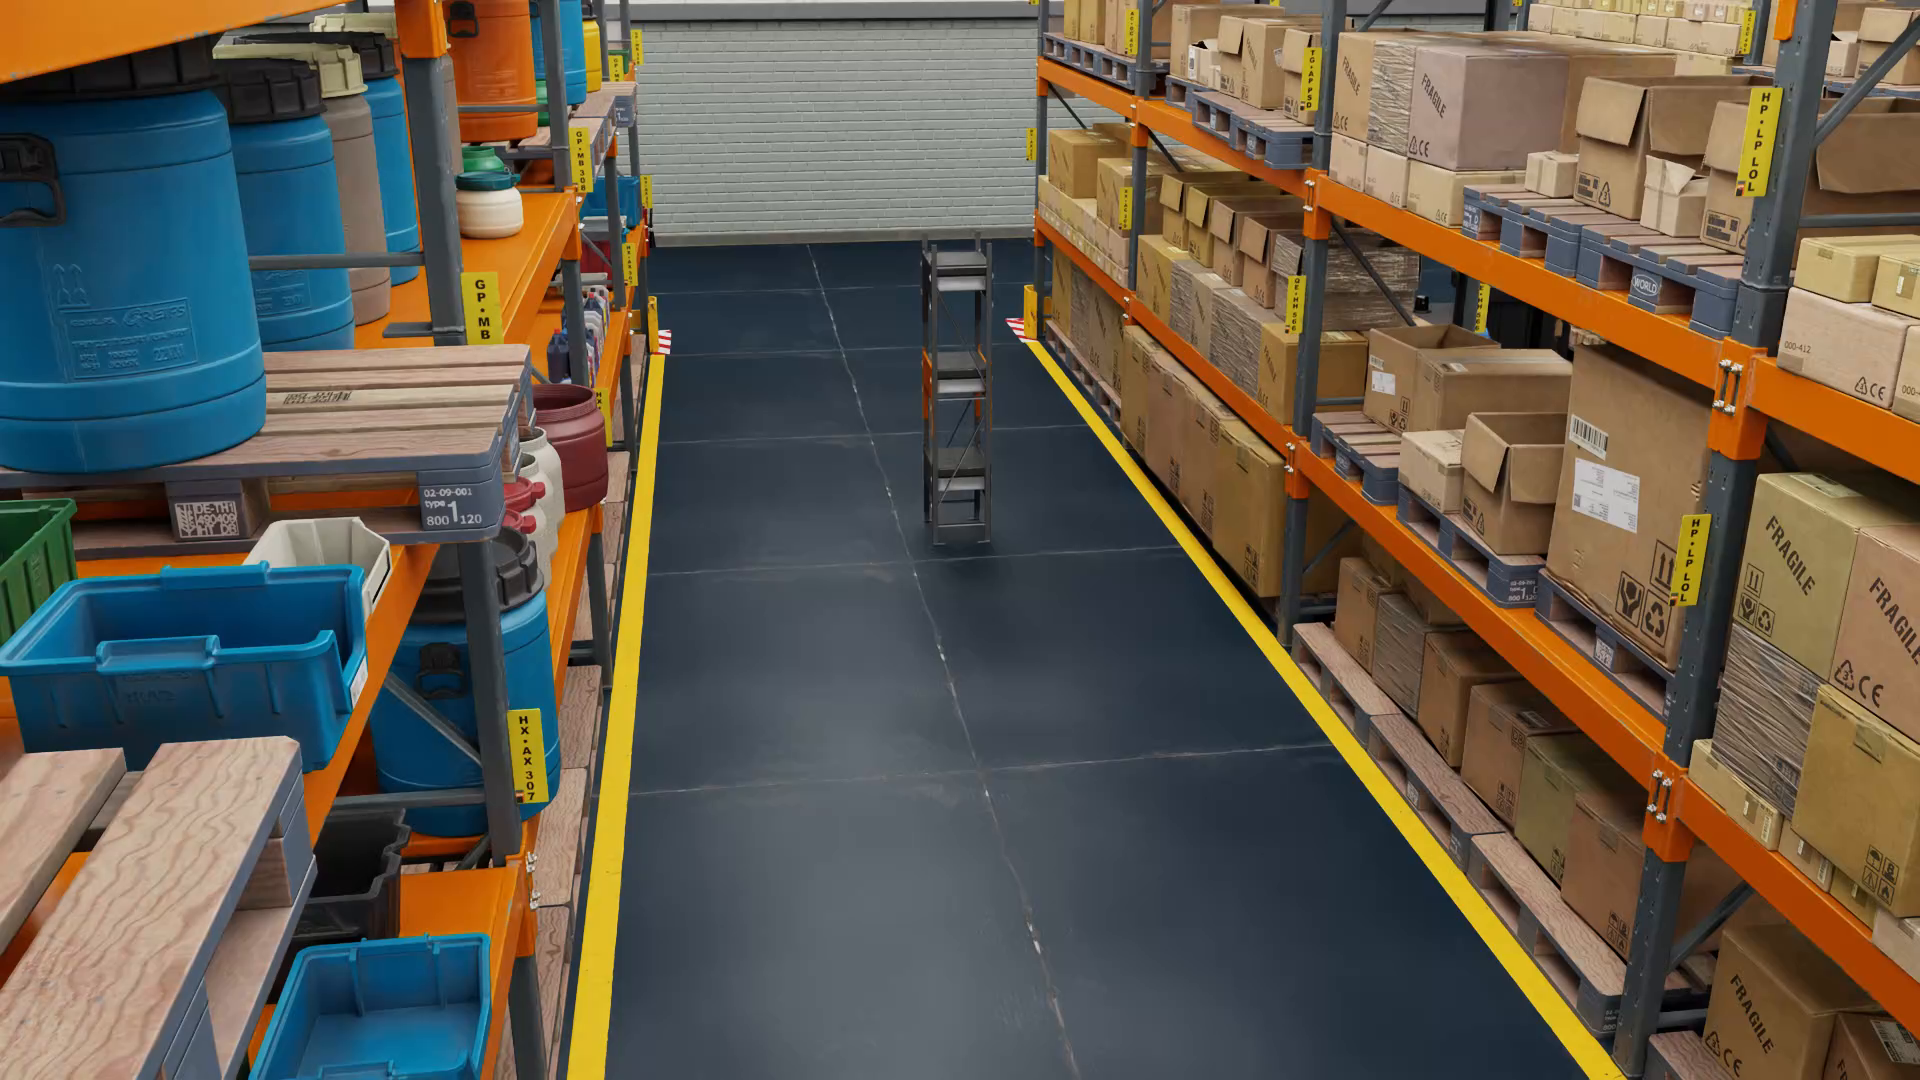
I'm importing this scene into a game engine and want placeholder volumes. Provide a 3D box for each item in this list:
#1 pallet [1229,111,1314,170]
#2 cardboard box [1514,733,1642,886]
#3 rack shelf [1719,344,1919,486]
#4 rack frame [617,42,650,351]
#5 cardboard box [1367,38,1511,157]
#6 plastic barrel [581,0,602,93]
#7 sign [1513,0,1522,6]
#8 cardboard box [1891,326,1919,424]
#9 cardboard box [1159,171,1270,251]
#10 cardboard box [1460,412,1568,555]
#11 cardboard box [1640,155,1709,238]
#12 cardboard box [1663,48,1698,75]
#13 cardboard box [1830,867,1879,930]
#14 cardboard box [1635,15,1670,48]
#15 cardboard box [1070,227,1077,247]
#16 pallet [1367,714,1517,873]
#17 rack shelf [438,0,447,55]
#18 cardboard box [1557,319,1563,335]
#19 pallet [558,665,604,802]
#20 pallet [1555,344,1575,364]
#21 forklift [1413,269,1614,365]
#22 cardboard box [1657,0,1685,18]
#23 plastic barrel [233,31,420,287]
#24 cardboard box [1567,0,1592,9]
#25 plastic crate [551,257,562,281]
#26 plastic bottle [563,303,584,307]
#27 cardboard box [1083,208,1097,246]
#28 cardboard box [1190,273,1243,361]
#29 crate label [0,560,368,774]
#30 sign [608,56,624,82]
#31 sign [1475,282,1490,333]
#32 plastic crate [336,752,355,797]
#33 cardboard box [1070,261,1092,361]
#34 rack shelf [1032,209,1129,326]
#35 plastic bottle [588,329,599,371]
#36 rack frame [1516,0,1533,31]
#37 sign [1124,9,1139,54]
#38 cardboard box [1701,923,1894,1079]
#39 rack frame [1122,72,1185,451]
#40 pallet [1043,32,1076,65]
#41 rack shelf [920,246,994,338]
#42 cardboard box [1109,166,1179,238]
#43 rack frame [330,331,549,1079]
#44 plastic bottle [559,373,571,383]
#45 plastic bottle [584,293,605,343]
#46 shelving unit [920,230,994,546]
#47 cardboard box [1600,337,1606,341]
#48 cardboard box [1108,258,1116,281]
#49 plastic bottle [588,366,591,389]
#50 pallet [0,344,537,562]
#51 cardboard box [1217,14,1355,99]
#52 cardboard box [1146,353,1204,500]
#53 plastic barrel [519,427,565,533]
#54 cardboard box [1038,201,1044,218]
[{"bbox_3d":[2.279,-2.339,9.674,1.213,0.211,1.003,-2,21,-5],"label":"pallet"},{"bbox_3d":[2.883,1.168,7.245,0.700,0.500,0.500,-3,21,-8],"label":"cardboard box"},{"bbox_3d":[3.289,0.207,3.615,1.077,0.370,4.000,-3,21,-8],"label":"rack shelf"},{"bbox_3d":[-3.630,-3.322,16.323,1.000,3.000,0.127,-3,21,-8],"label":"rack frame"},{"bbox_3d":[2.307,-2.137,8.005,0.500,0.500,0.500,-3,21,-7],"label":"cardboard box"},{"bbox_3d":[-2.721,-3.321,11.165,0.600,0.588,0.600,0,20,0],"label":"plastic barrel"},{"bbox_3d":[5.657,-5.574,16.817,0.100,0.325,0.005,-3,21,-8],"label":"sign"},{"bbox_3d":[2.893,-0.400,4.428,0.500,0.250,0.500,-3,21,-8],"label":"cardboard box"},{"bbox_3d":[1.948,-2.483,12.500,0.797,0.503,0.637,-3,21,-9],"label":"cardboard box"},{"bbox_3d":[2.659,-0.258,7.371,0.797,0.503,0.637,-1,20,-2],"label":"cardboard box"},{"bbox_3d":[2.766,-1.276,6.151,0.396,0.266,0.258,-2,21,-6],"label":"cardboard box"},{"bbox_3d":[6.372,-4.067,14.244,0.500,0.250,0.500,-3,21,-8],"label":"cardboard box"},{"bbox_3d":[2.866,1.049,4.980,0.380,0.149,0.250,-3,21,-8],"label":"cardboard box"},{"bbox_3d":[6.309,-4.479,14.634,0.500,0.250,0.500,-2,21,-6],"label":"cardboard box"},{"bbox_3d":[1.219,-2.782,15.237,0.380,0.149,0.250,-3,21,-9],"label":"cardboard box"},{"bbox_3d":[2.708,1.197,8.211,1.003,0.211,1.213,-3,21,-8],"label":"pallet"},{"bbox_3d":[-2.189,-2.146,6.199,1.077,0.370,4.000,-3,21,-8],"label":"rack shelf"},{"bbox_3d":[6.173,-2.101,16.528,0.380,0.149,0.250,-3,21,-8],"label":"cardboard box"},{"bbox_3d":[-2.404,1.024,8.672,1.003,0.211,1.213,-3,21,-8],"label":"pallet"},{"bbox_3d":[6.459,-1.750,16.099,1.003,0.211,1.213,-3,21,-8],"label":"pallet"},{"bbox_3d":[4.873,-2.200,13.418,3.031,2.935,1.130,0,20,0],"label":"forklift"},{"bbox_3d":[6.296,-4.613,14.423,0.380,0.149,0.250,-4,21,-10],"label":"cardboard box"},{"bbox_3d":[-2.377,-1.425,6.241,0.600,0.901,0.708,-3,21,-8],"label":"plastic barrel"},{"bbox_3d":[6.035,-5.148,15.856,0.380,0.149,0.250,-3,21,-7],"label":"cardboard box"},{"bbox_3d":[-3.481,-2.210,13.654,0.437,0.125,0.590,-3,21,-8],"label":"plastic crate"},{"bbox_3d":[-2.740,-1.605,11.796,0.144,0.351,0.185,-3,21,-8],"label":"plastic bottle"},{"bbox_3d":[1.373,-2.751,14.585,0.500,0.250,0.500,-2,21,-7],"label":"cardboard box"},{"bbox_3d":[1.891,-1.536,11.398,0.500,0.500,0.500,-3,21,-7],"label":"cardboard box"},{"bbox_3d":[-1.267,0.218,2.772,0.502,0.251,0.408,-3,21,-8],"label":"crate label"},{"bbox_3d":[-2.509,-3.373,12.161,0.100,0.325,0.005,-3,21,-8],"label":"sign"},{"bbox_3d":[2.960,-1.338,9.469,0.100,0.325,0.005,-3,21,-8],"label":"sign"},{"bbox_3d":[-2.273,0.651,5.595,0.402,0.464,0.583,-3,21,-8],"label":"plastic crate"},{"bbox_3d":[1.574,-2.240,15.864,0.875,0.875,0.875,-3,21,-8],"label":"cardboard box"},{"bbox_3d":[1.559,-2.542,15.264,1.077,0.370,4.000,-3,21,-8],"label":"rack shelf"},{"bbox_3d":[-2.420,-1.256,10.960,0.061,0.283,0.133,-3,21,-8],"label":"plastic bottle"},{"bbox_3d":[6.194,-6.597,16.518,1.000,3.000,0.127,-3,21,-8],"label":"rack frame"},{"bbox_3d":[1.299,-3.843,12.578,0.100,0.325,0.005,-3,21,-8],"label":"sign"},{"bbox_3d":[3.019,1.698,5.856,0.500,0.500,0.500,-4,21,-9],"label":"cardboard box"},{"bbox_3d":[1.848,-2.187,13.284,1.000,3.000,0.127,-3,21,-8],"label":"rack frame"},{"bbox_3d":[1.388,-4.679,15.796,1.003,0.211,1.213,-3,21,-8],"label":"pallet"},{"bbox_3d":[-0.024,-1.684,11.262,0.431,0.518,0.480,-3,21,-8],"label":"rack shelf"},{"bbox_3d":[1.517,-2.753,13.517,0.500,0.500,0.500,-2,21,-6],"label":"cardboard box"},{"bbox_3d":[-1.900,0.833,5.199,1.000,3.000,0.127,-3,21,-8],"label":"rack frame"},{"bbox_3d":[-2.336,-0.857,9.906,0.097,0.271,0.097,0,20,0],"label":"plastic bottle"},{"bbox_3d":[-2.571,-1.548,11.645,0.144,0.351,0.185,-3,21,-8],"label":"plastic bottle"},{"bbox_3d":[-0.024,-1.041,11.502,0.431,2.100,0.503,-3,21,-8],"label":"shelving unit"},{"bbox_3d":[6.289,-1.953,15.708,0.380,0.149,0.250,-4,21,-10],"label":"cardboard box"},{"bbox_3d":[1.442,-2.247,13.805,0.380,0.149,0.250,-3,21,-7],"label":"cardboard box"},{"bbox_3d":[-2.328,-0.986,10.252,0.097,0.271,0.097,0,20,0],"label":"plastic bottle"},{"bbox_3d":[-1.700,-0.239,4.052,1.213,0.211,1.003,-3,21,-8],"label":"pallet"},{"bbox_3d":[2.109,-3.158,10.850,0.797,0.503,0.637,-3,21,-8],"label":"cardboard box"},{"bbox_3d":[2.089,-0.858,12.163,1.225,0.875,0.875,-4,21,-10],"label":"cardboard box"},{"bbox_3d":[-2.117,-0.259,7.963,0.421,0.512,0.421,0,20,0],"label":"plastic barrel"},{"bbox_3d":[0.996,-3.314,16.662,0.380,0.149,0.250,-3,21,-7],"label":"cardboard box"}]
